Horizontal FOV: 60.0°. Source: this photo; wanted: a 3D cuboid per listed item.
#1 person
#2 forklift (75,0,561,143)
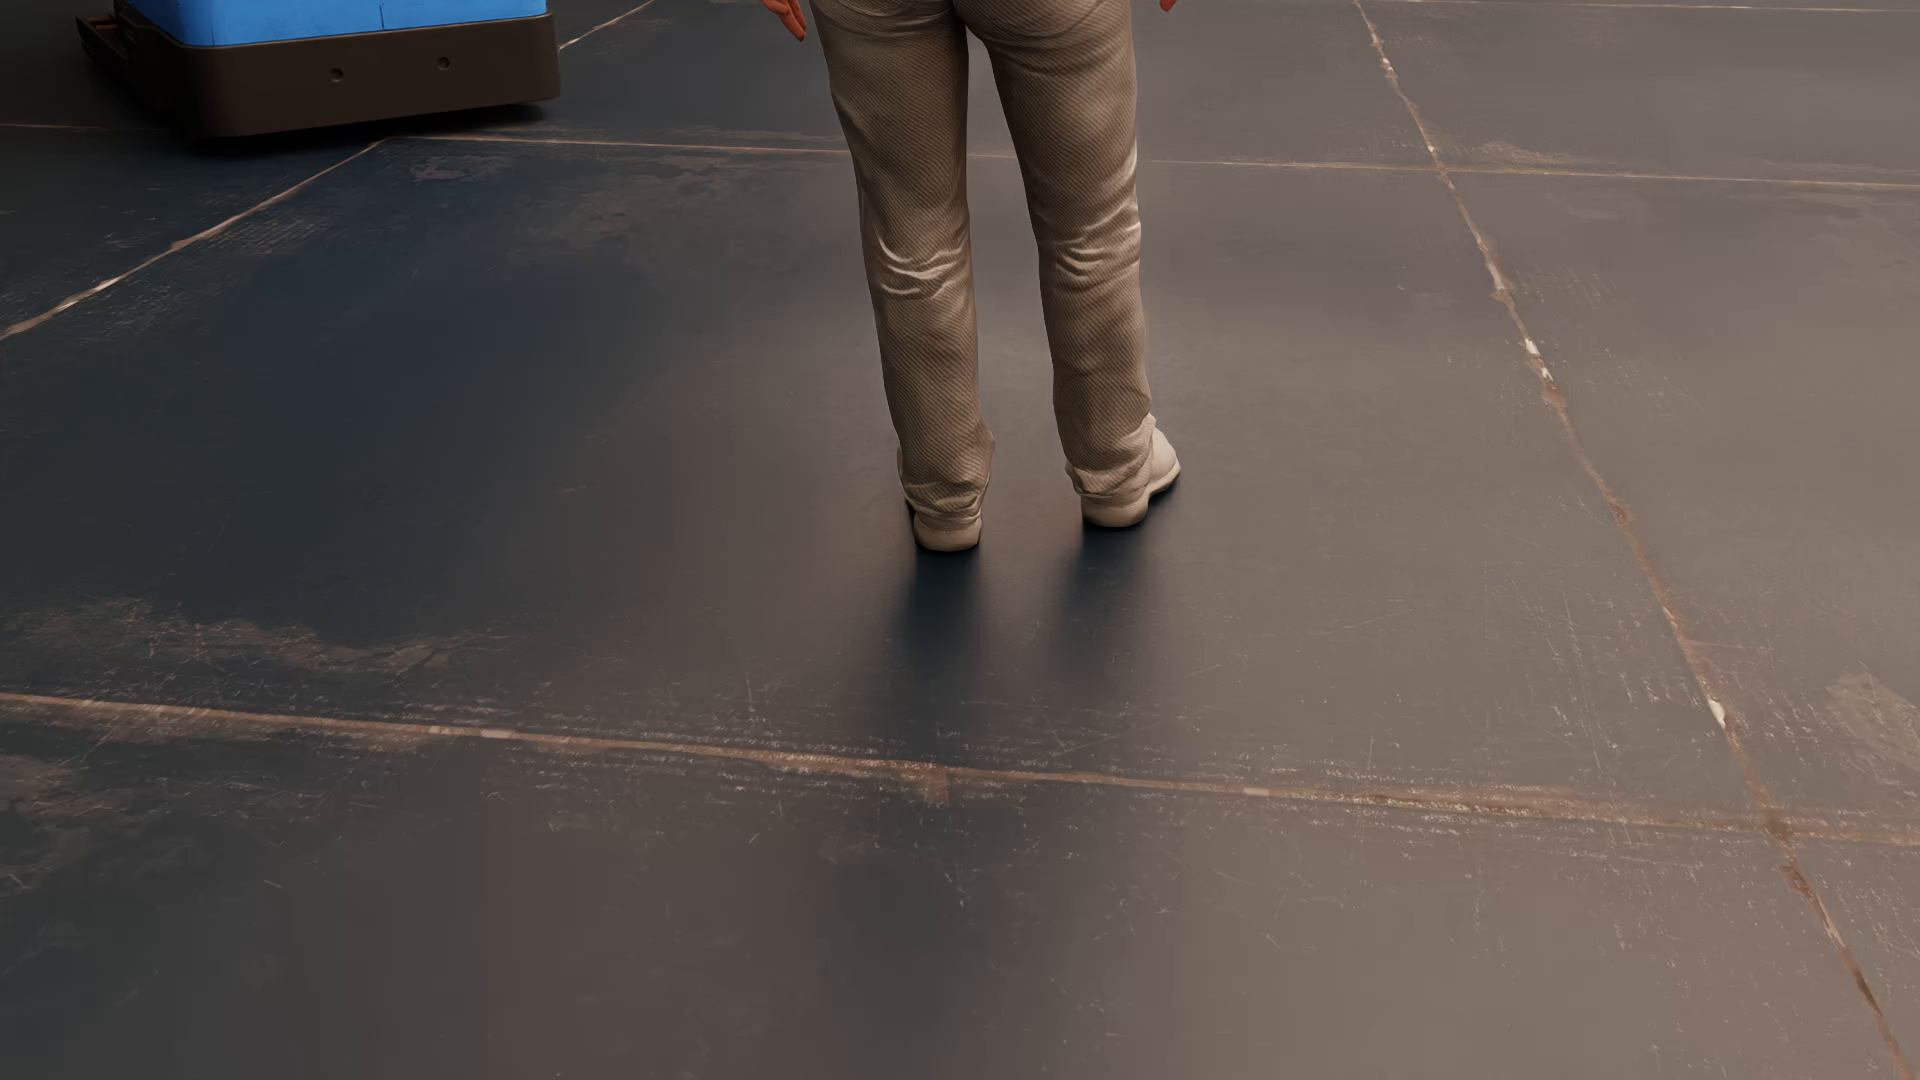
[{"bbox_3d":[0.017,-0.825,2.156,0.632,1.768,0.568,3,27,7],"label":"person"},{"bbox_3d":[-2.446,-3.018,5.267,1.130,2.935,3.031,-17,31,-30],"label":"forklift"}]
